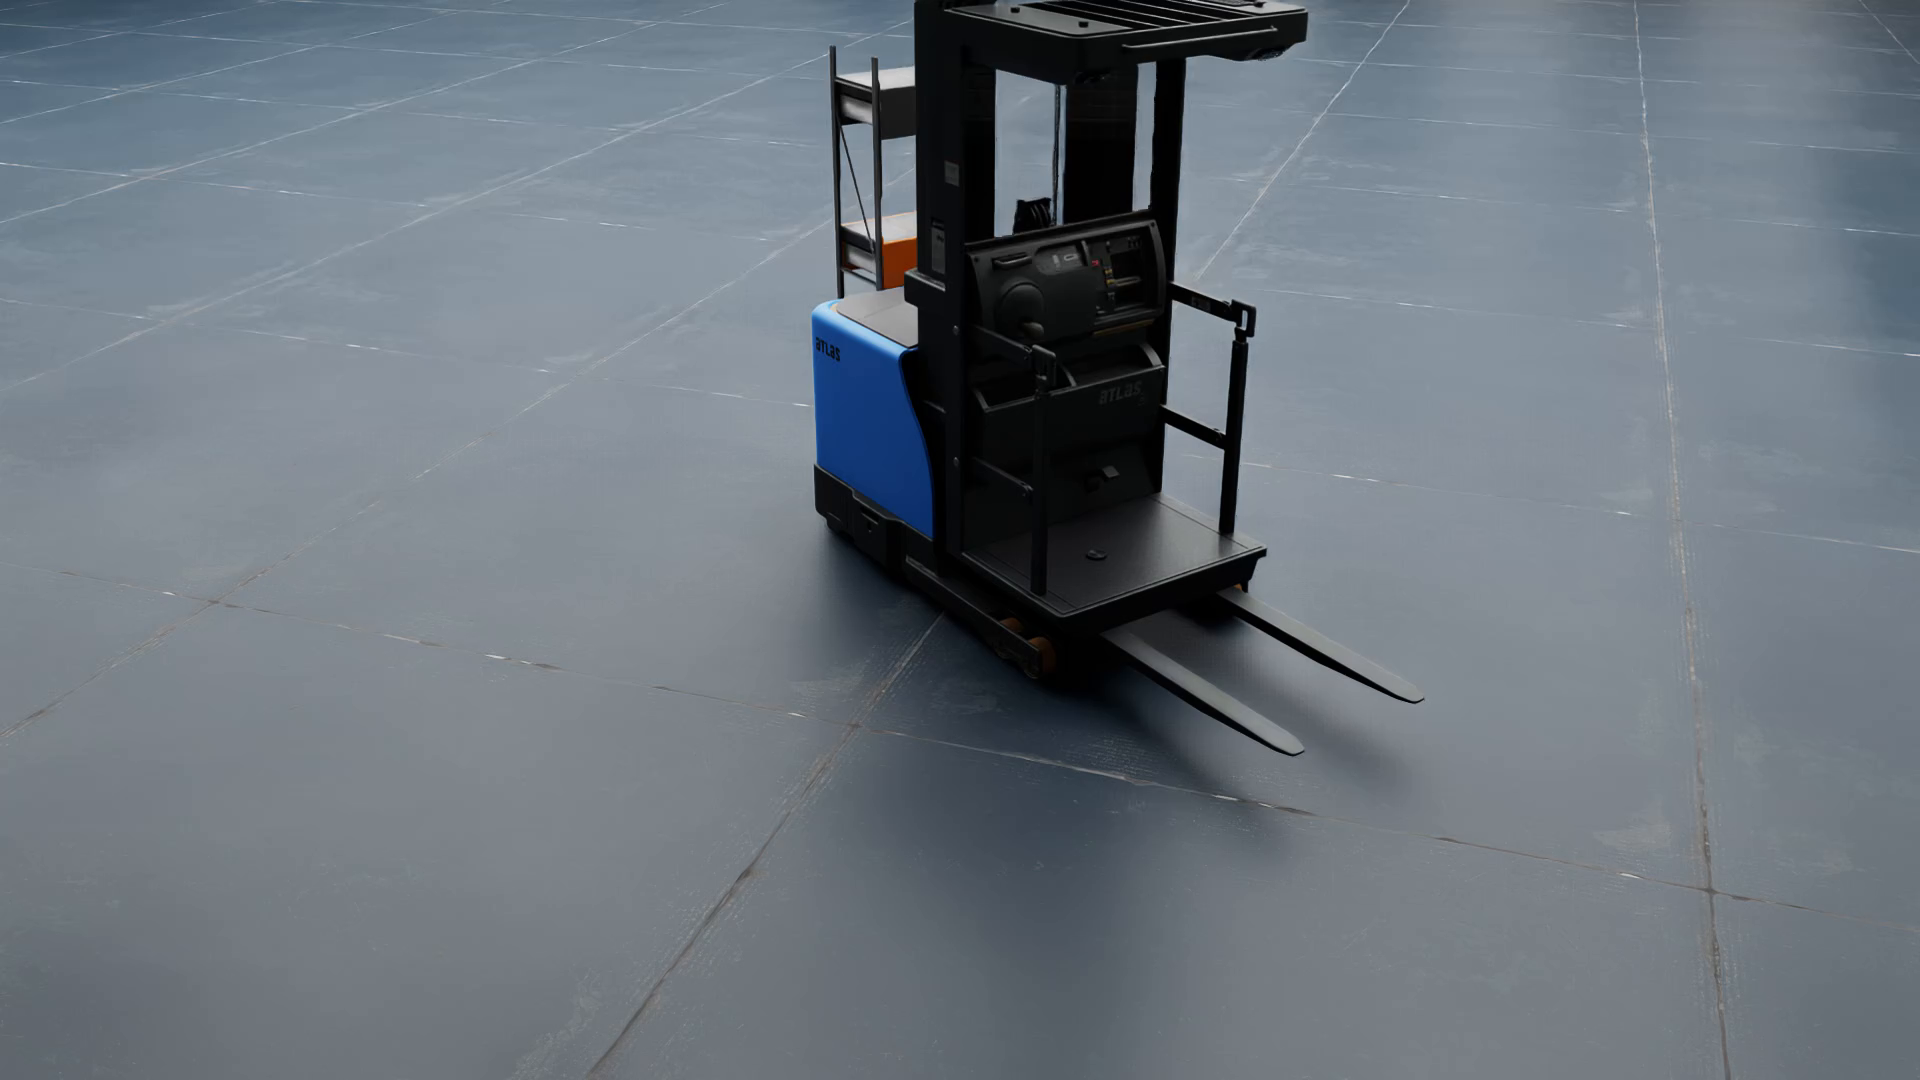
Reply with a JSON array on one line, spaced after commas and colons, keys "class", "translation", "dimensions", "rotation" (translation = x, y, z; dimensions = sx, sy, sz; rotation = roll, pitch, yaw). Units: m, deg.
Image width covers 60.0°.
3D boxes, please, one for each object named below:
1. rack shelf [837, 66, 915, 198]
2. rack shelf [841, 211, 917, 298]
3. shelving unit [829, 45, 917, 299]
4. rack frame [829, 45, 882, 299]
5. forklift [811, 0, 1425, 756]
[{"class": "rack shelf", "translation": [-0.279, -1.928, 7.747], "dimensions": [0.480, 0.518, 0.431], "rotation": [-17, 30, -31]}, {"class": "rack shelf", "translation": [-0.279, -1.298, 8.052], "dimensions": [0.480, 0.518, 0.431], "rotation": [-17, 30, -31]}, {"class": "shelving unit", "translation": [-0.279, -1.310, 8.046], "dimensions": [0.503, 2.100, 0.431], "rotation": [-17, 30, -31]}, {"class": "rack frame", "translation": [-0.480, -1.250, 7.921], "dimensions": [0.015, 2.100, 0.400], "rotation": [-17, 30, -31]}, {"class": "forklift", "translation": [0.562, -1.005, 6.461], "dimensions": [1.130, 2.935, 3.031], "rotation": [-17, 30, -31]}]
